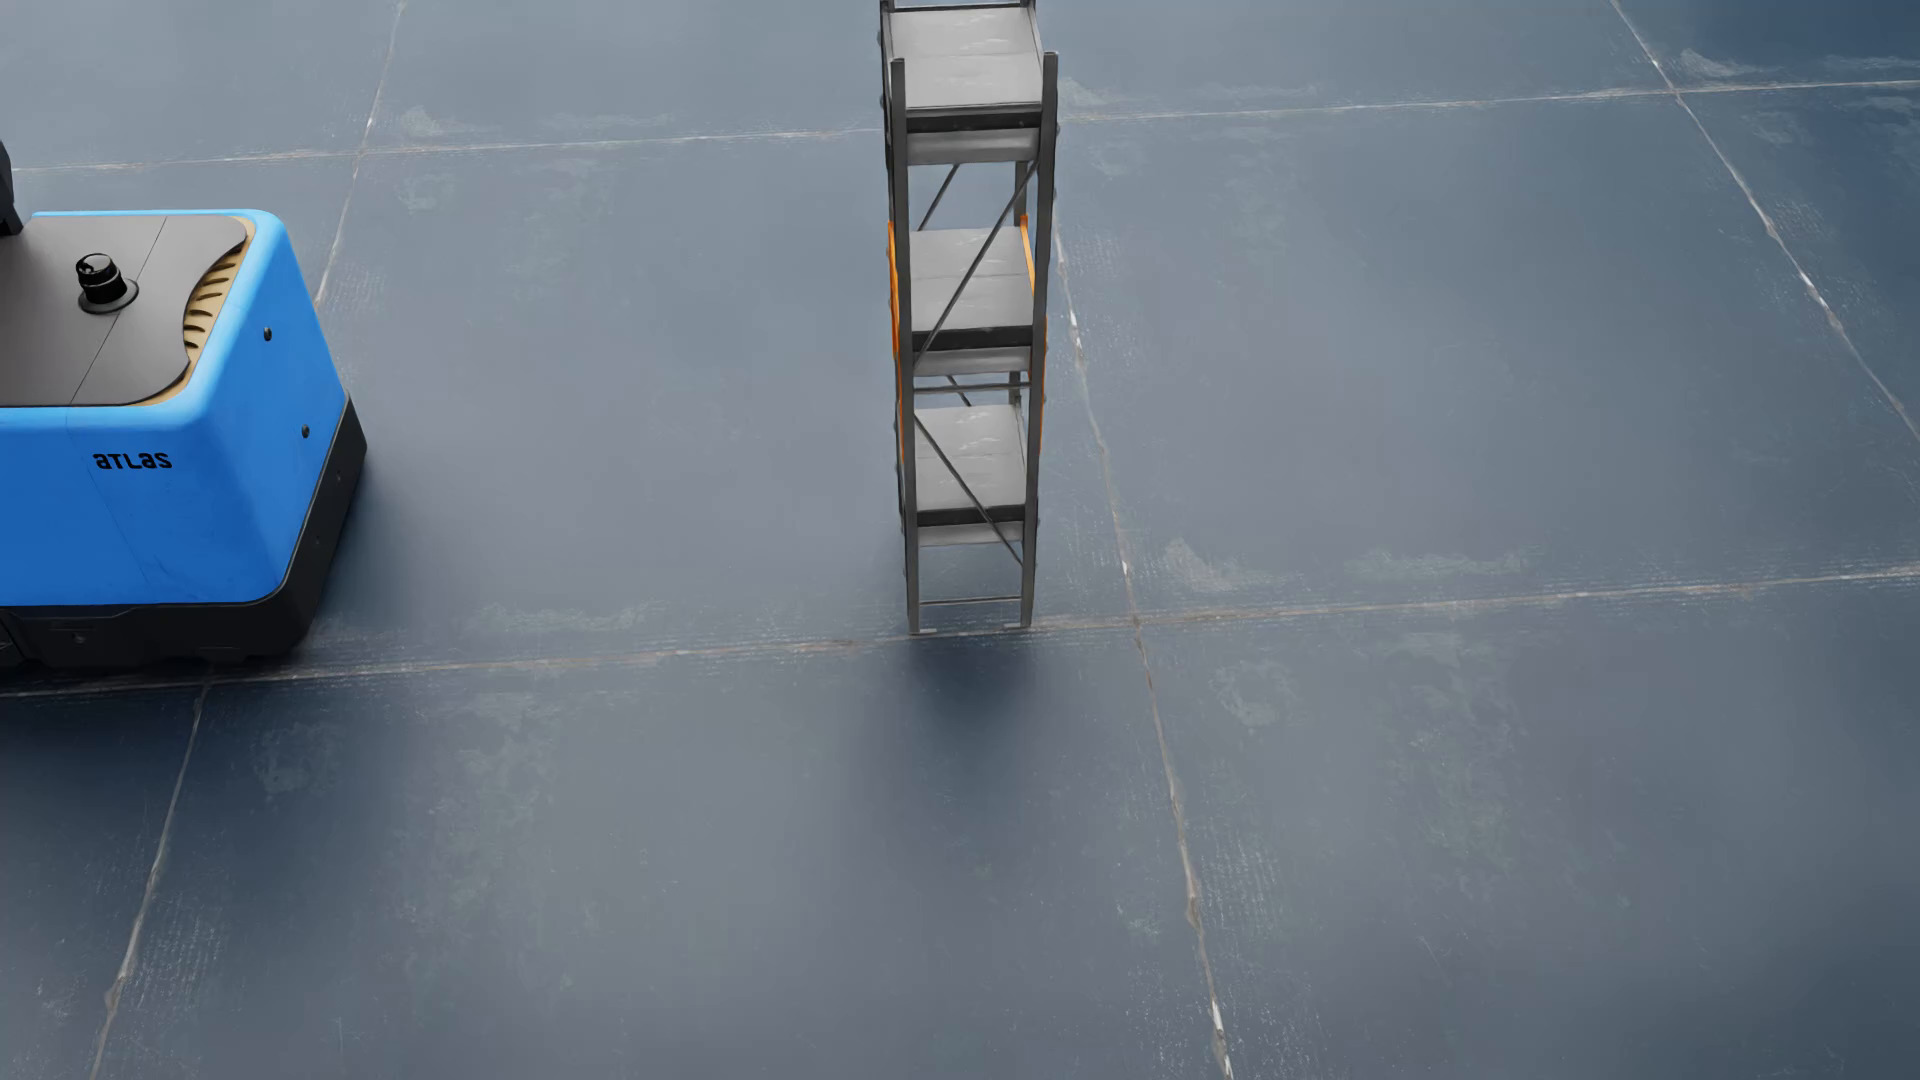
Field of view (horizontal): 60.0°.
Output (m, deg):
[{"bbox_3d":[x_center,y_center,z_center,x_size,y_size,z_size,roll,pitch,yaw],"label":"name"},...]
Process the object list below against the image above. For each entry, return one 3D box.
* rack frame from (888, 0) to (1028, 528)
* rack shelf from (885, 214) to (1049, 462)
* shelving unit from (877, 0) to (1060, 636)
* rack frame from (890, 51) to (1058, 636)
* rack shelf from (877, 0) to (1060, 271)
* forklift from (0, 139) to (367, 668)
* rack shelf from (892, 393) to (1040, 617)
[{"bbox_3d":[-0.007,-0.779,5.041,0.400,2.100,0.015,-3,47,-3],"label":"rack frame"},{"bbox_3d":[0.014,-0.593,4.884,0.431,0.518,0.480,-3,47,-3],"label":"rack shelf"},{"bbox_3d":[0.014,-0.602,4.874,0.431,2.100,0.503,-3,47,-3],"label":"shelving unit"},{"bbox_3d":[0.034,-0.426,4.707,0.400,2.100,0.015,-3,47,-3],"label":"rack frame"},{"bbox_3d":[0.014,-1.074,4.376,0.431,0.518,0.480,-3,47,-3],"label":"rack shelf"},{"bbox_3d":[-3.630,-0.950,4.631,3.031,2.935,1.130,-1,47,-1],"label":"forklift"},{"bbox_3d":[0.014,-0.112,5.392,0.431,0.518,0.480,-3,47,-3],"label":"rack shelf"}]
